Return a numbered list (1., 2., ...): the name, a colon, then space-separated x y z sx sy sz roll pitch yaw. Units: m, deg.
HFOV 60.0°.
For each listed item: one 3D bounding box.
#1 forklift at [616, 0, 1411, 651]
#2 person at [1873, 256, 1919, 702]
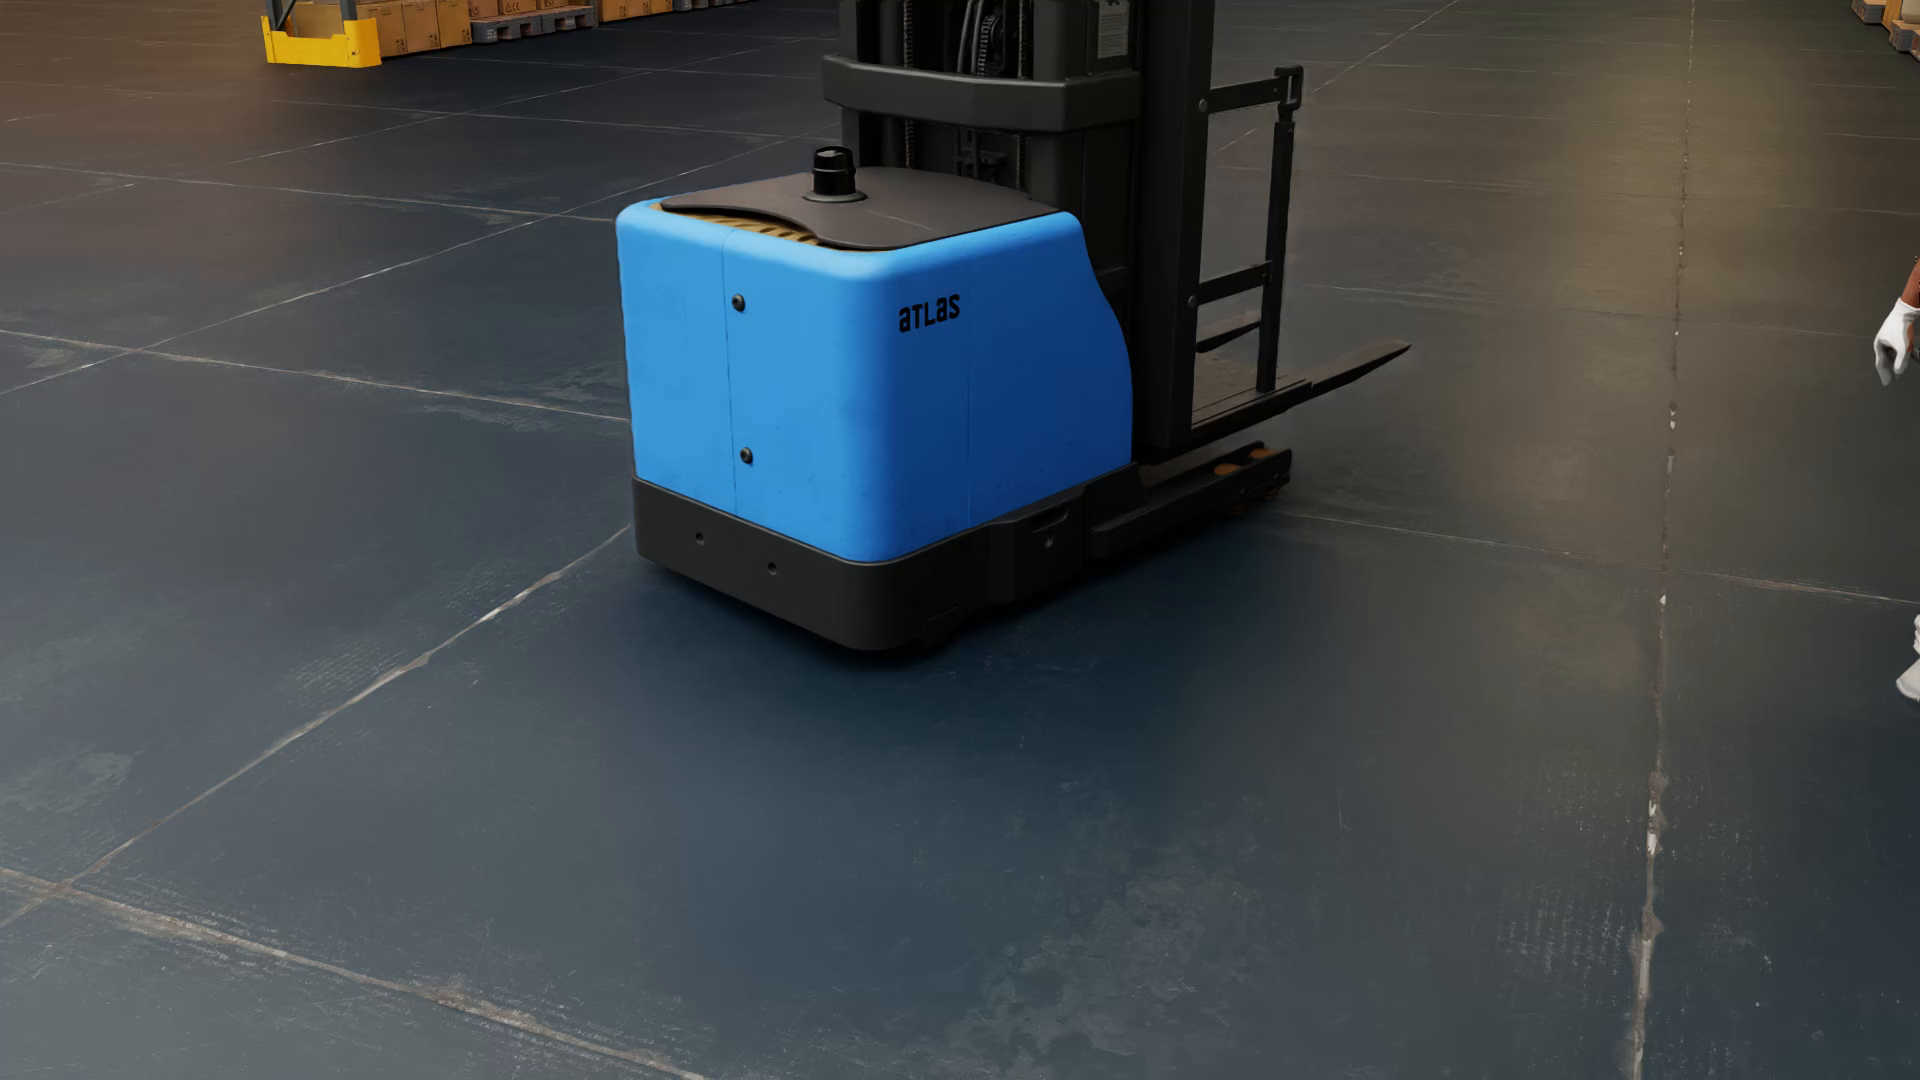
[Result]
1. forklift: 0.431 -1.550 5.002 1.130 2.935 3.031 20 30 39
2. person: 2.535 -0.381 3.763 0.881 1.743 0.453 17 28 35
